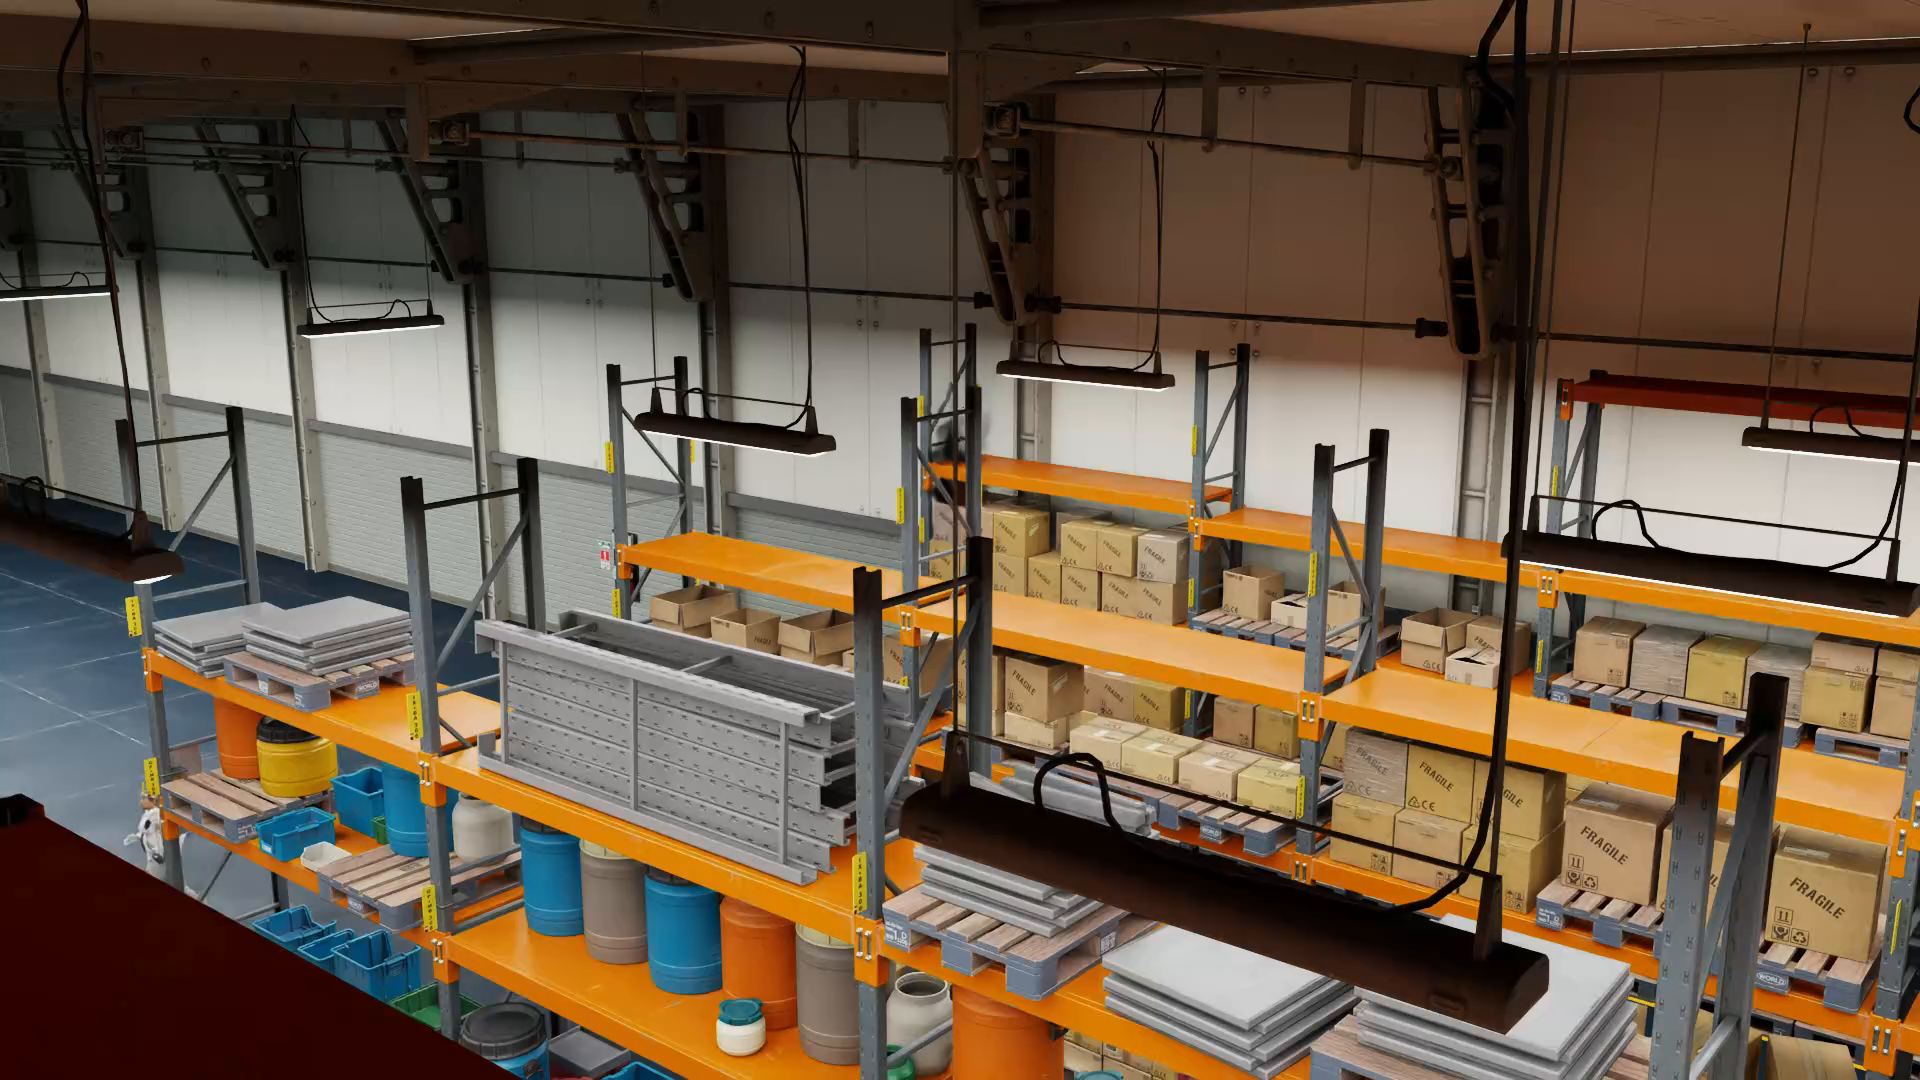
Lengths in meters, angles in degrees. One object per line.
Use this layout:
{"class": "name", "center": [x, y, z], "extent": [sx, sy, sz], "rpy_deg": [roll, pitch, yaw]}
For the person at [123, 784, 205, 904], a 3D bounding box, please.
{"class": "person", "center": [-8.370, 3.376, 17.507], "extent": [0.783, 1.737, 0.596], "rpy_deg": [-6, 14, -23]}
